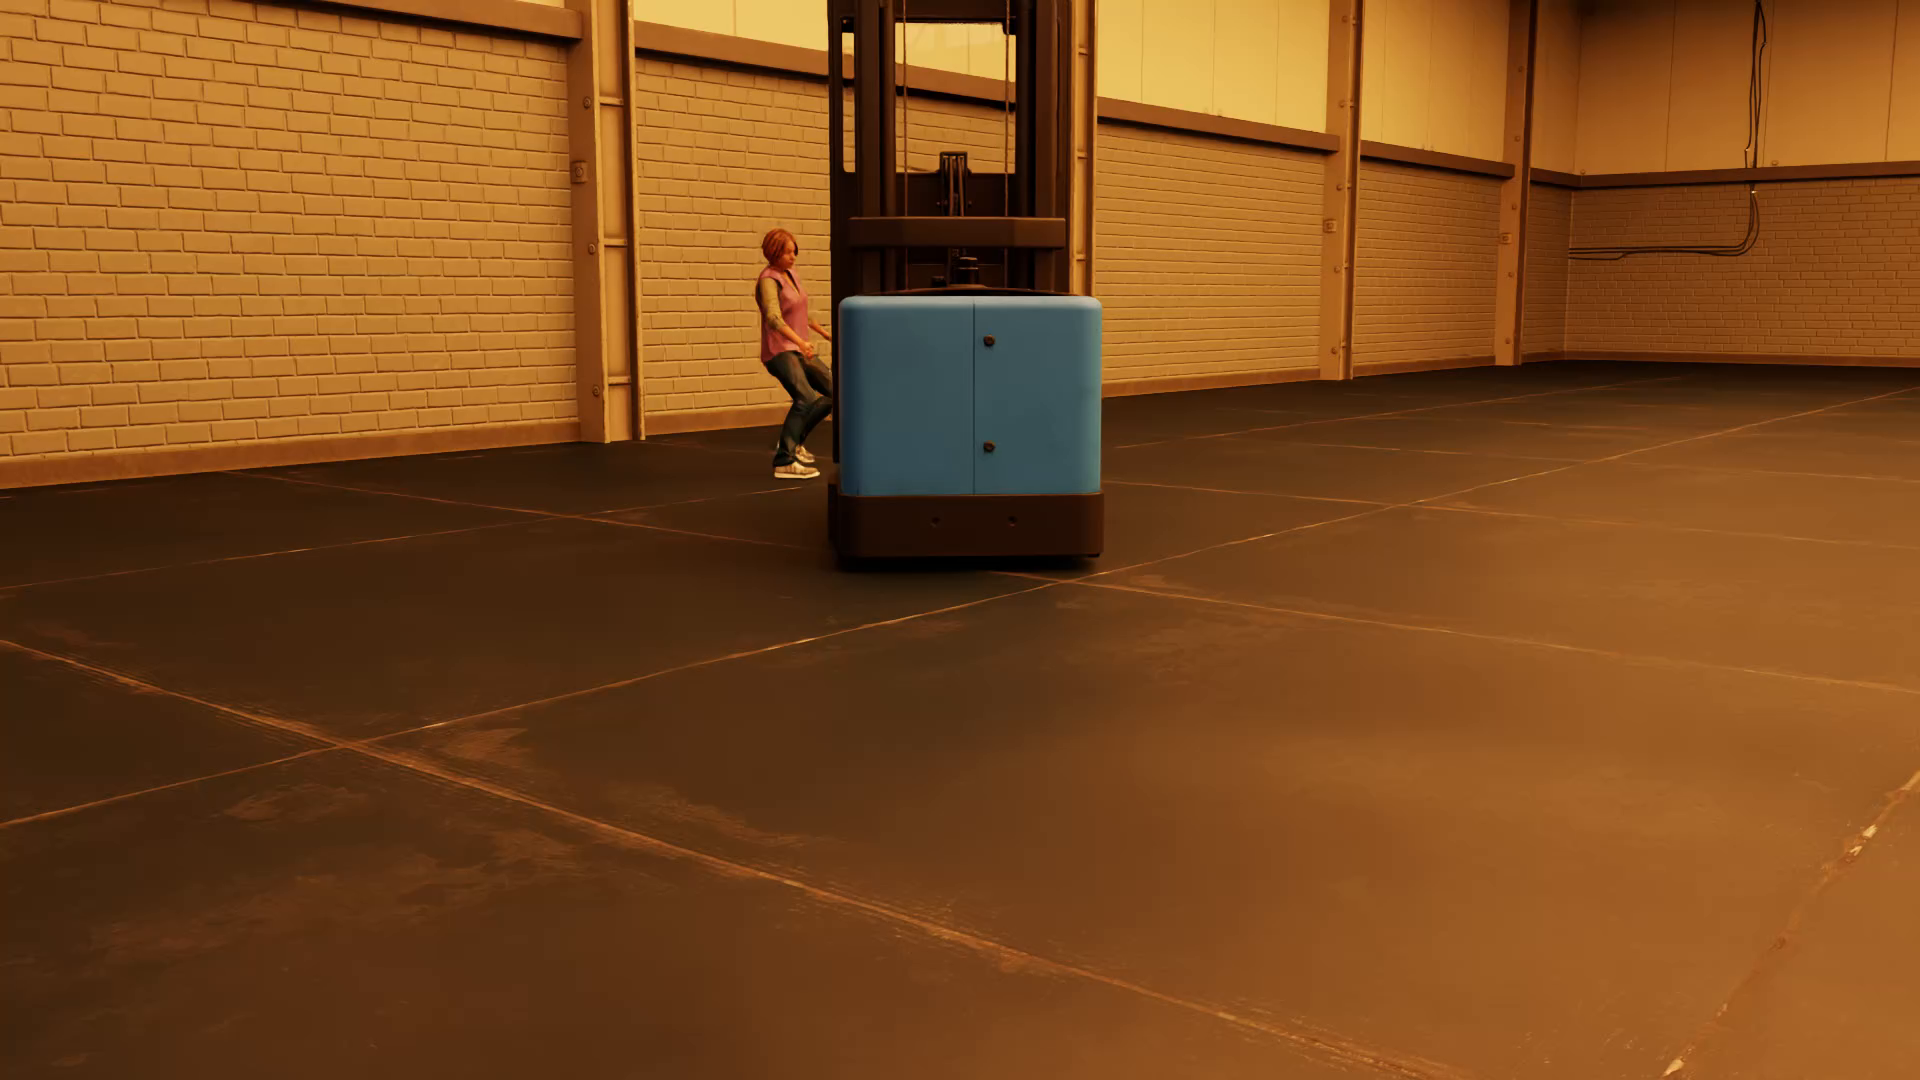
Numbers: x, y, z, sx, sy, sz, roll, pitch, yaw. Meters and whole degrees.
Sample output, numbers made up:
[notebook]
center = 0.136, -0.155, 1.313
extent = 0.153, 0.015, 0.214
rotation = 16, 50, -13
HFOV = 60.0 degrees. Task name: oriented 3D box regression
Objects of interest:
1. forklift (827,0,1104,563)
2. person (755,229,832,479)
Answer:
[forklift]
center = -0.065, -1.534, 7.764
extent = 1.130, 2.935, 3.031
rotation = -1, 8, -5
[person]
center = -0.971, -1.121, 10.004
extent = 0.511, 1.455, 0.705
rotation = 3, 9, 20
